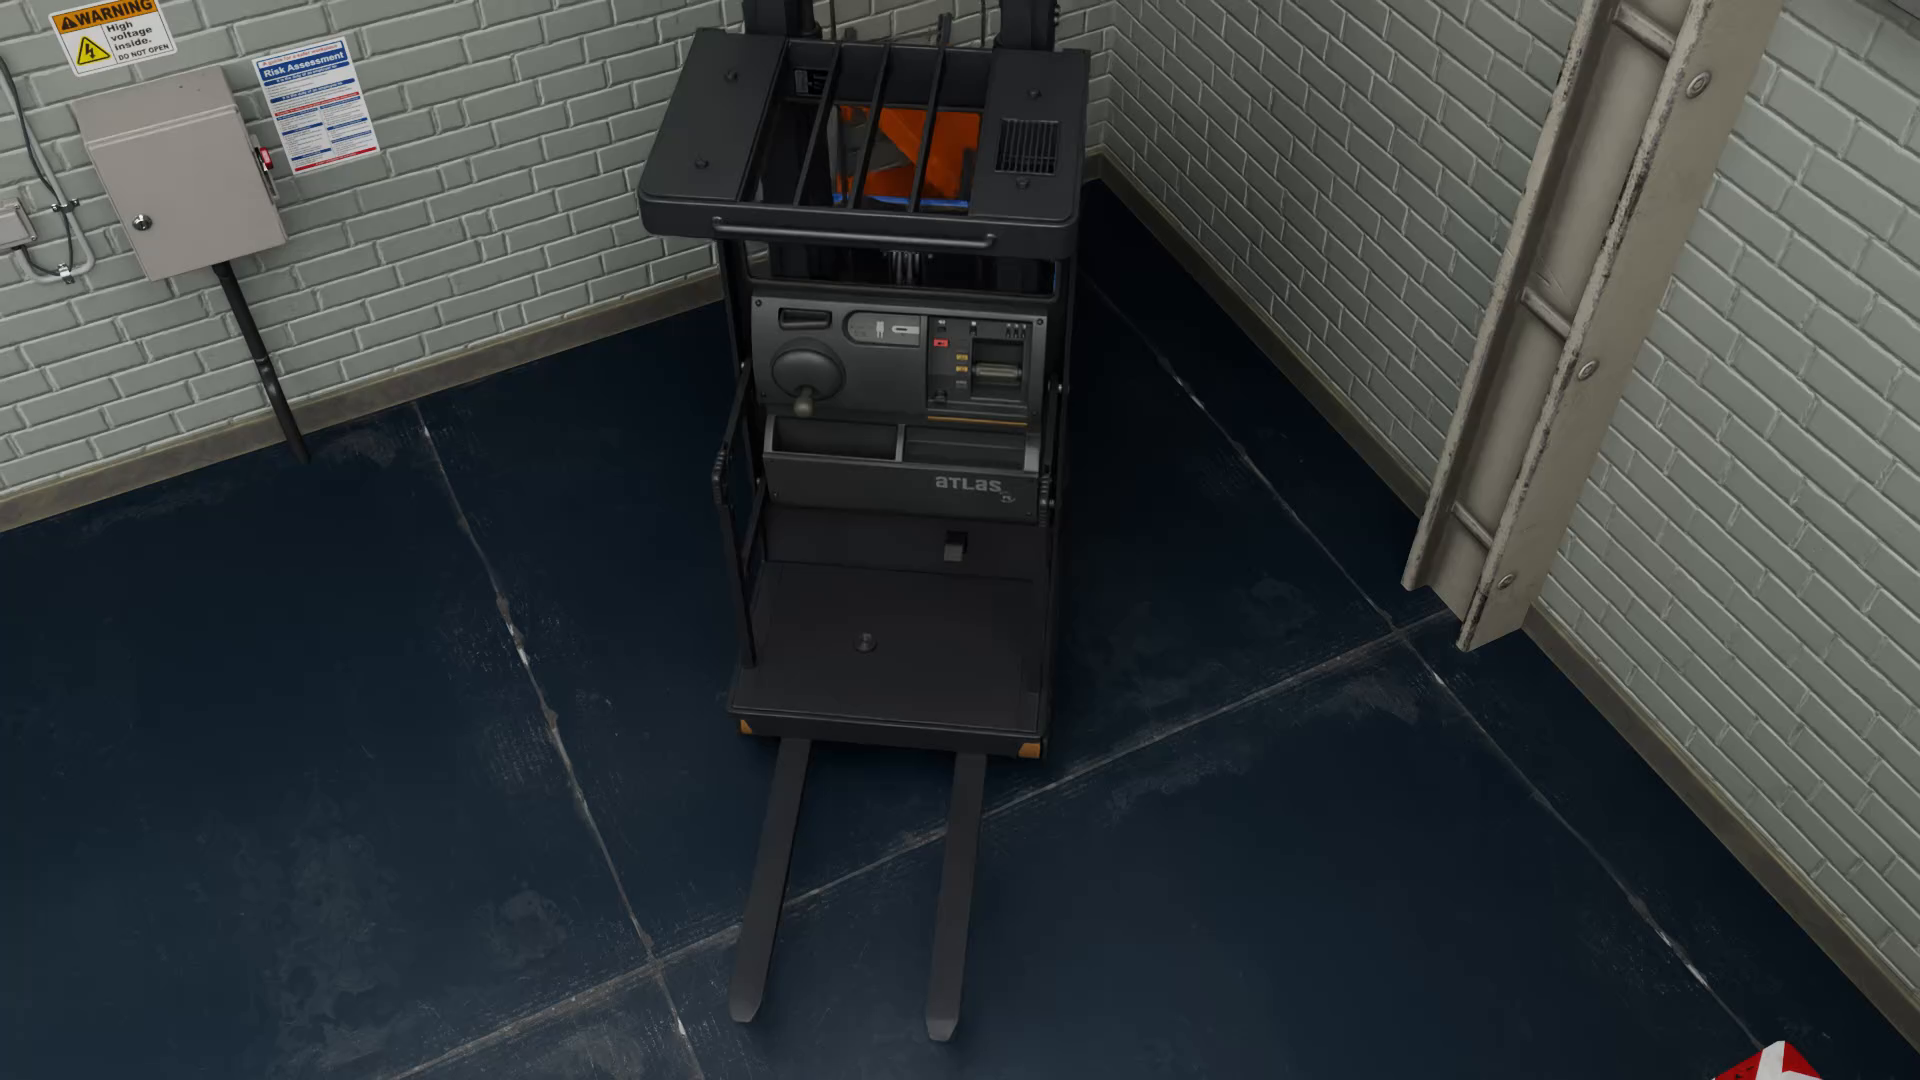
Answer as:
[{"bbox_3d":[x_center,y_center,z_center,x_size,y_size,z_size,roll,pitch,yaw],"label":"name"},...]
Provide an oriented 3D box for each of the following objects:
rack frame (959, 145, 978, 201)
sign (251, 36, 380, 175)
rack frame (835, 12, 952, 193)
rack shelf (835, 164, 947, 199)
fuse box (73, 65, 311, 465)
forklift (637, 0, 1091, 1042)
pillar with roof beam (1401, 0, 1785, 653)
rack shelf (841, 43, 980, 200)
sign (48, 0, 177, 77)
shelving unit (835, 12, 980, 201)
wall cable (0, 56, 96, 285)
[{"bbox_3d":[0.182,-1.140,6.792,0.500,1.125,0.032,-17,48,-25],"label":"rack frame"},{"bbox_3d":[-2.355,-1.588,6.102,0.329,0.494,0.001,-21,52,-18],"label":"sign"},{"bbox_3d":[-0.314,-1.781,7.405,0.500,1.125,0.032,-17,48,-25],"label":"rack frame"},{"bbox_3d":[-0.091,-1.283,7.264,0.538,0.278,1.000,-17,48,-25],"label":"rack shelf"},{"bbox_3d":[-2.700,-0.887,6.281,0.539,1.711,0.414,-21,52,-18],"label":"fuse box"},{"bbox_3d":[-0.213,-0.462,5.099,1.130,2.935,3.031,4,49,4],"label":"forklift"},{"bbox_3d":[-1.882,-1.238,1.747,9.100,9.000,0.400,-21,52,-18],"label":"pillar with roof beam"},{"bbox_3d":[-0.036,-1.674,6.900,0.538,0.278,1.000,-17,48,-25],"label":"rack shelf"},{"bbox_3d":[-2.844,-1.702,5.590,0.339,0.242,0.001,-21,52,-18],"label":"sign"},{"bbox_3d":[-0.066,-1.461,7.098,0.538,1.125,1.048,-17,48,-25],"label":"shelving unit"},{"bbox_3d":[-3.378,-1.516,5.300,0.588,1.984,0.122,-21,52,-18],"label":"wall cable"}]
